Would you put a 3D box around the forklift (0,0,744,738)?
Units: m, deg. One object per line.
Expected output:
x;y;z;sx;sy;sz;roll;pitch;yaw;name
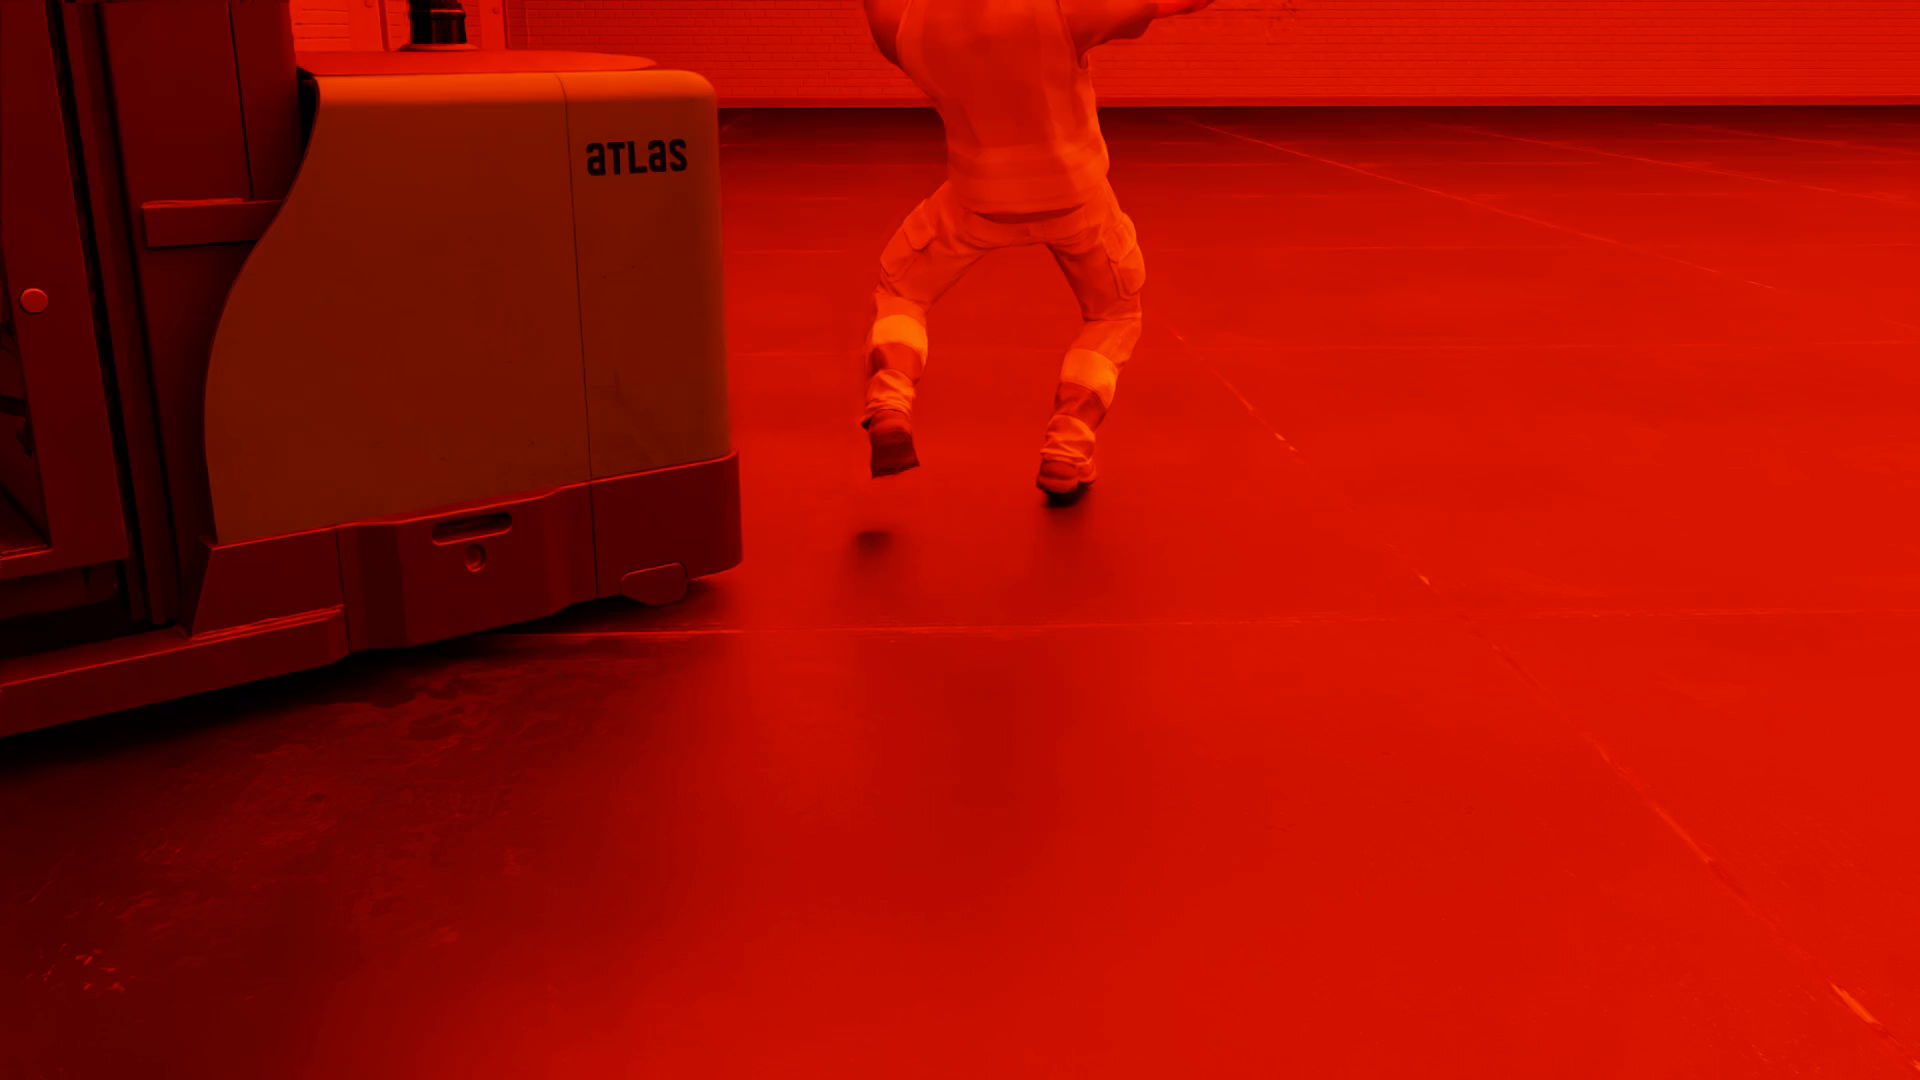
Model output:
-1.934;-1.132;2.607;3.031;2.935;1.130;-13;21;-36;forklift

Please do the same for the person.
0.285;-0.908;4.051;1.073;1.625;0.697;1;17;2;person
